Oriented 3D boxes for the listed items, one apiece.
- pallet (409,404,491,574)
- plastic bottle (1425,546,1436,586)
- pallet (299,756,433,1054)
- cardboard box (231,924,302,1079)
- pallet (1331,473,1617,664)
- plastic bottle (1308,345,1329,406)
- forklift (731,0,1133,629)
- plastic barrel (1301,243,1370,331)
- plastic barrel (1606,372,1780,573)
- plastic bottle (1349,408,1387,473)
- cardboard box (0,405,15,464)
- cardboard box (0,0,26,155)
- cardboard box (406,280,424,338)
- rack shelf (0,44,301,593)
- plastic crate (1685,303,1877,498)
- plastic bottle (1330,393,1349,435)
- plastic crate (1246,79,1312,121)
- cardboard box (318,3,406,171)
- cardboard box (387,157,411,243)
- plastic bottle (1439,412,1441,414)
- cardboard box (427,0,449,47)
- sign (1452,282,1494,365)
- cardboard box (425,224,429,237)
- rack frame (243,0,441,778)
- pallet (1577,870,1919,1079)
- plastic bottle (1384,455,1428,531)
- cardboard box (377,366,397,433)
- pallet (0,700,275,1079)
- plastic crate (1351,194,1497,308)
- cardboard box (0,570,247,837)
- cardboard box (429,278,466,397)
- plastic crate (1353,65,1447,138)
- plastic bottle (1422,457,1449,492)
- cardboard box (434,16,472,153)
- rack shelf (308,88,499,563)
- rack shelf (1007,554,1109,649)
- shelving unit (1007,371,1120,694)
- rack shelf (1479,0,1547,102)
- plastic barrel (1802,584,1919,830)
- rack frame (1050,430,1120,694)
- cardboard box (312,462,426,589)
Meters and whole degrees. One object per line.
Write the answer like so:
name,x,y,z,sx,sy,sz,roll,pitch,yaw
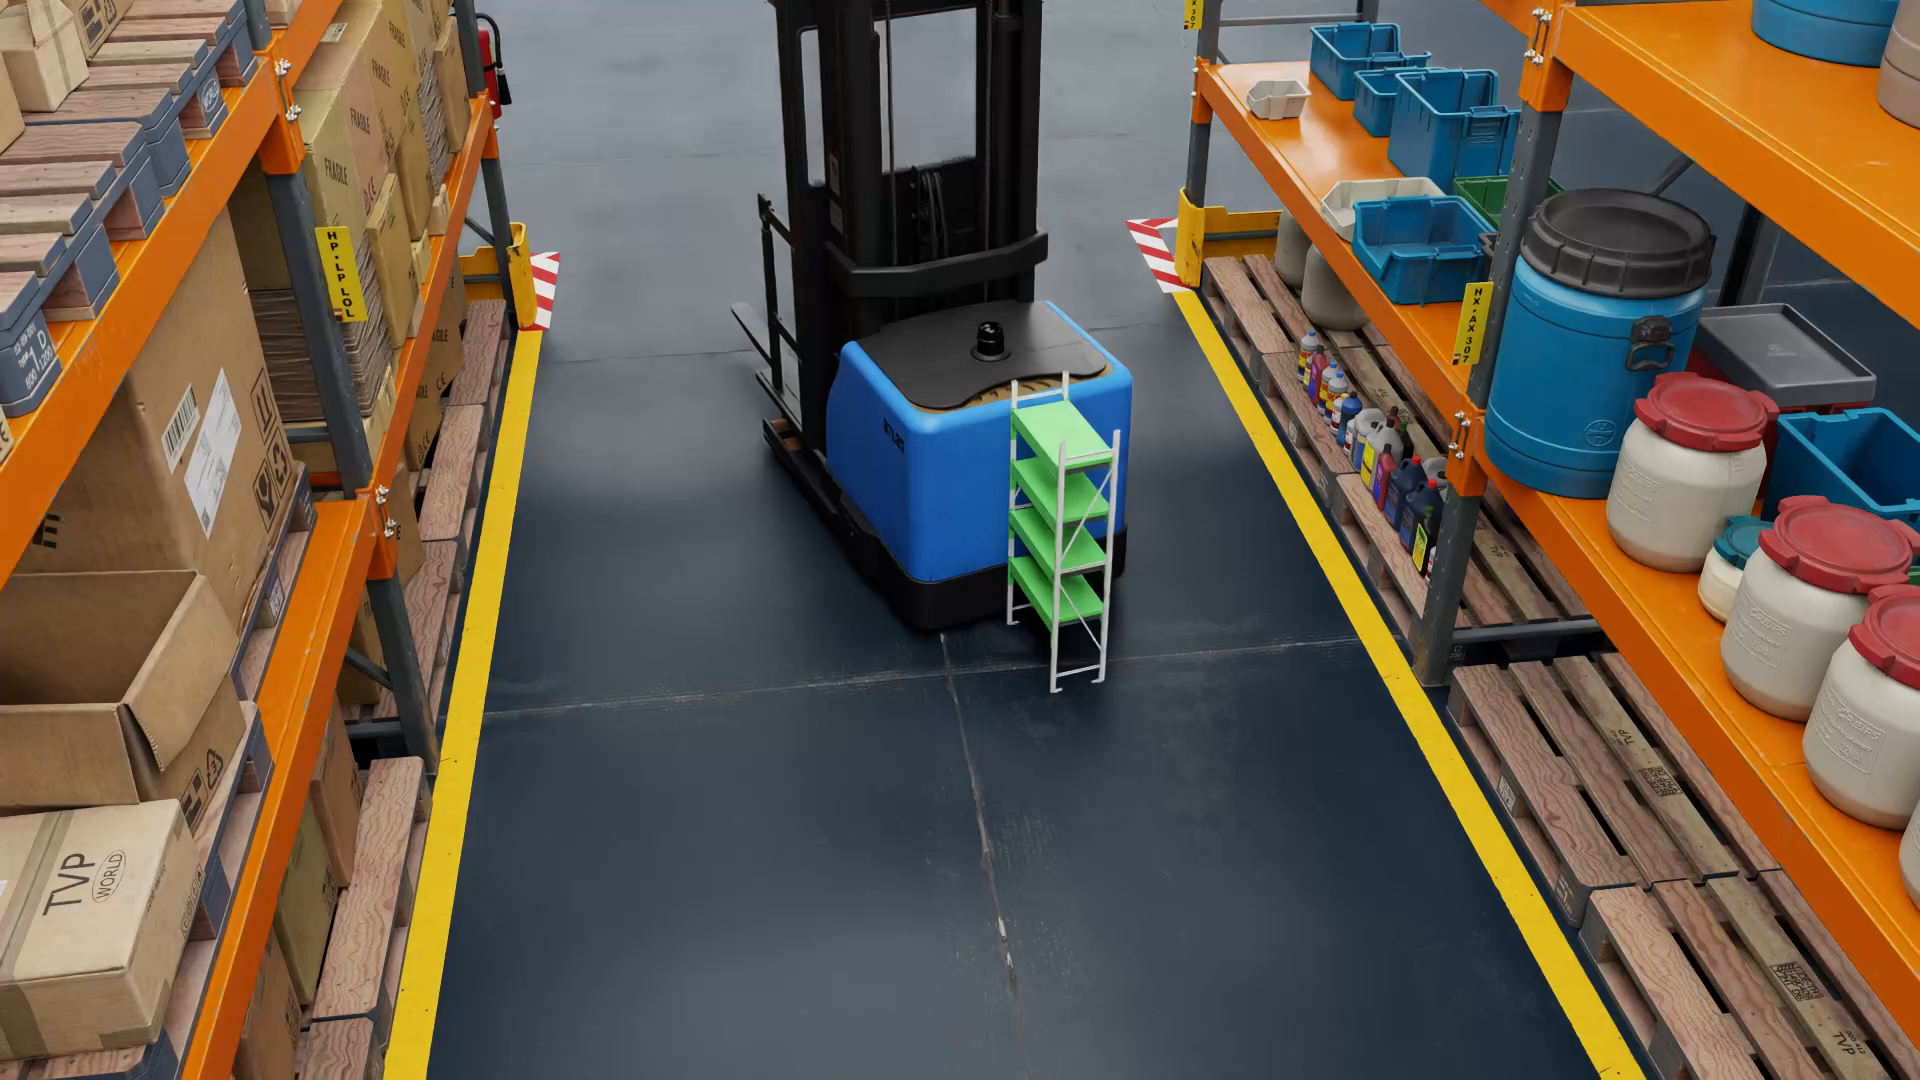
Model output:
pallet,-2.811,-0.224,7.891,1.003,0.211,1.213,-4,35,-6
plastic bottle,2.032,0.099,7.035,0.097,0.201,0.097,0,34,0
pallet,-2.413,1.265,5.706,1.003,0.211,1.213,-4,35,-6
cardboard box,-2.336,1.454,4.782,0.700,0.500,0.500,-7,35,-10
pallet,2.340,0.078,7.448,1.003,0.211,1.213,-4,35,-6
plastic bottle,1.799,-0.825,8.318,0.061,0.283,0.133,-4,34,-6
forklift,-0.340,-1.650,7.568,1.130,2.935,3.031,-15,37,-20
plastic barrel,2.083,-1.433,9.026,0.421,0.512,0.421,0,34,0
plastic barrel,2.301,-0.202,5.263,0.433,0.535,0.433,0,34,0
plastic bottle,1.930,-0.469,7.802,0.152,0.276,0.135,-4,34,-6
cardboard box,-1.939,-0.121,2.734,0.500,0.250,0.500,-4,34,-5
cardboard box,-2.426,-0.982,3.399,0.797,0.503,0.637,-3,34,-4
cardboard box,-2.367,-0.920,6.659,0.380,0.149,0.250,-4,35,-6
rack shelf,-2.250,-0.148,3.278,1.077,0.370,4.000,-4,35,-6
plastic crate,2.758,-0.476,5.728,0.402,0.464,0.583,-4,35,-6
plastic bottle,1.859,-0.616,8.085,0.097,0.201,0.097,0,34,0
plastic crate,1.653,-2.296,8.690,0.298,0.136,0.250,-4,35,-6
cardboard box,-2.463,-1.727,6.380,0.500,0.500,0.500,-4,35,-6
cardboard box,-2.717,-1.295,6.633,0.875,0.500,0.500,-4,35,-6
plastic bottle,2.437,-0.723,8.241,0.097,0.201,0.097,0,34,0
cardboard box,-2.665,-2.564,7.608,0.500,0.500,0.500,-4,35,-6
sign,1.843,-0.776,5.979,0.100,0.325,0.005,-4,35,-6
cardboard box,-2.543,-1.333,7.265,0.380,0.149,0.250,-4,35,-6
rack frame,-2.519,-0.322,5.558,1.000,3.000,0.127,-4,35,-6
pallet,2.701,1.573,5.254,1.003,0.211,1.213,-4,35,-6
plastic bottle,1.991,-0.228,7.383,0.144,0.351,0.185,-6,35,-9
cardboard box,-2.270,-0.501,6.045,0.380,0.149,0.250,-4,35,-6
pallet,-2.288,0.888,3.953,1.003,0.211,1.213,-4,35,-6
plastic crate,1.971,-1.232,7.027,0.499,0.251,0.616,-4,35,-6
cardboard box,-2.194,0.423,4.002,0.797,0.503,0.637,-1,34,-1
cardboard box,-2.875,-1.014,8.420,0.500,0.500,0.500,4,35,6
plastic crate,2.297,-2.248,8.517,0.499,0.251,0.408,-4,35,-6
plastic bottle,2.135,-0.223,7.441,0.152,0.276,0.135,-4,35,-6
cardboard box,-2.824,-2.139,7.872,0.875,0.500,0.500,-4,35,-6
rack shelf,-2.788,-1.140,7.398,1.077,0.370,4.000,-4,35,-6
rack shelf,0.400,0.231,6.886,0.258,0.148,0.480,-12,36,-16
shelving unit,0.400,-0.020,6.714,0.258,1.200,0.503,-12,36,-16
rack shelf,2.120,-2.755,7.104,1.077,0.370,4.000,-4,35,-6
plastic barrel,2.457,0.449,4.308,0.433,0.535,0.433,0,34,0
rack frame,0.484,0.109,6.525,0.240,1.200,0.015,-12,36,-16
cardboard box,-2.617,-0.007,6.944,0.500,0.500,0.500,6,35,9
